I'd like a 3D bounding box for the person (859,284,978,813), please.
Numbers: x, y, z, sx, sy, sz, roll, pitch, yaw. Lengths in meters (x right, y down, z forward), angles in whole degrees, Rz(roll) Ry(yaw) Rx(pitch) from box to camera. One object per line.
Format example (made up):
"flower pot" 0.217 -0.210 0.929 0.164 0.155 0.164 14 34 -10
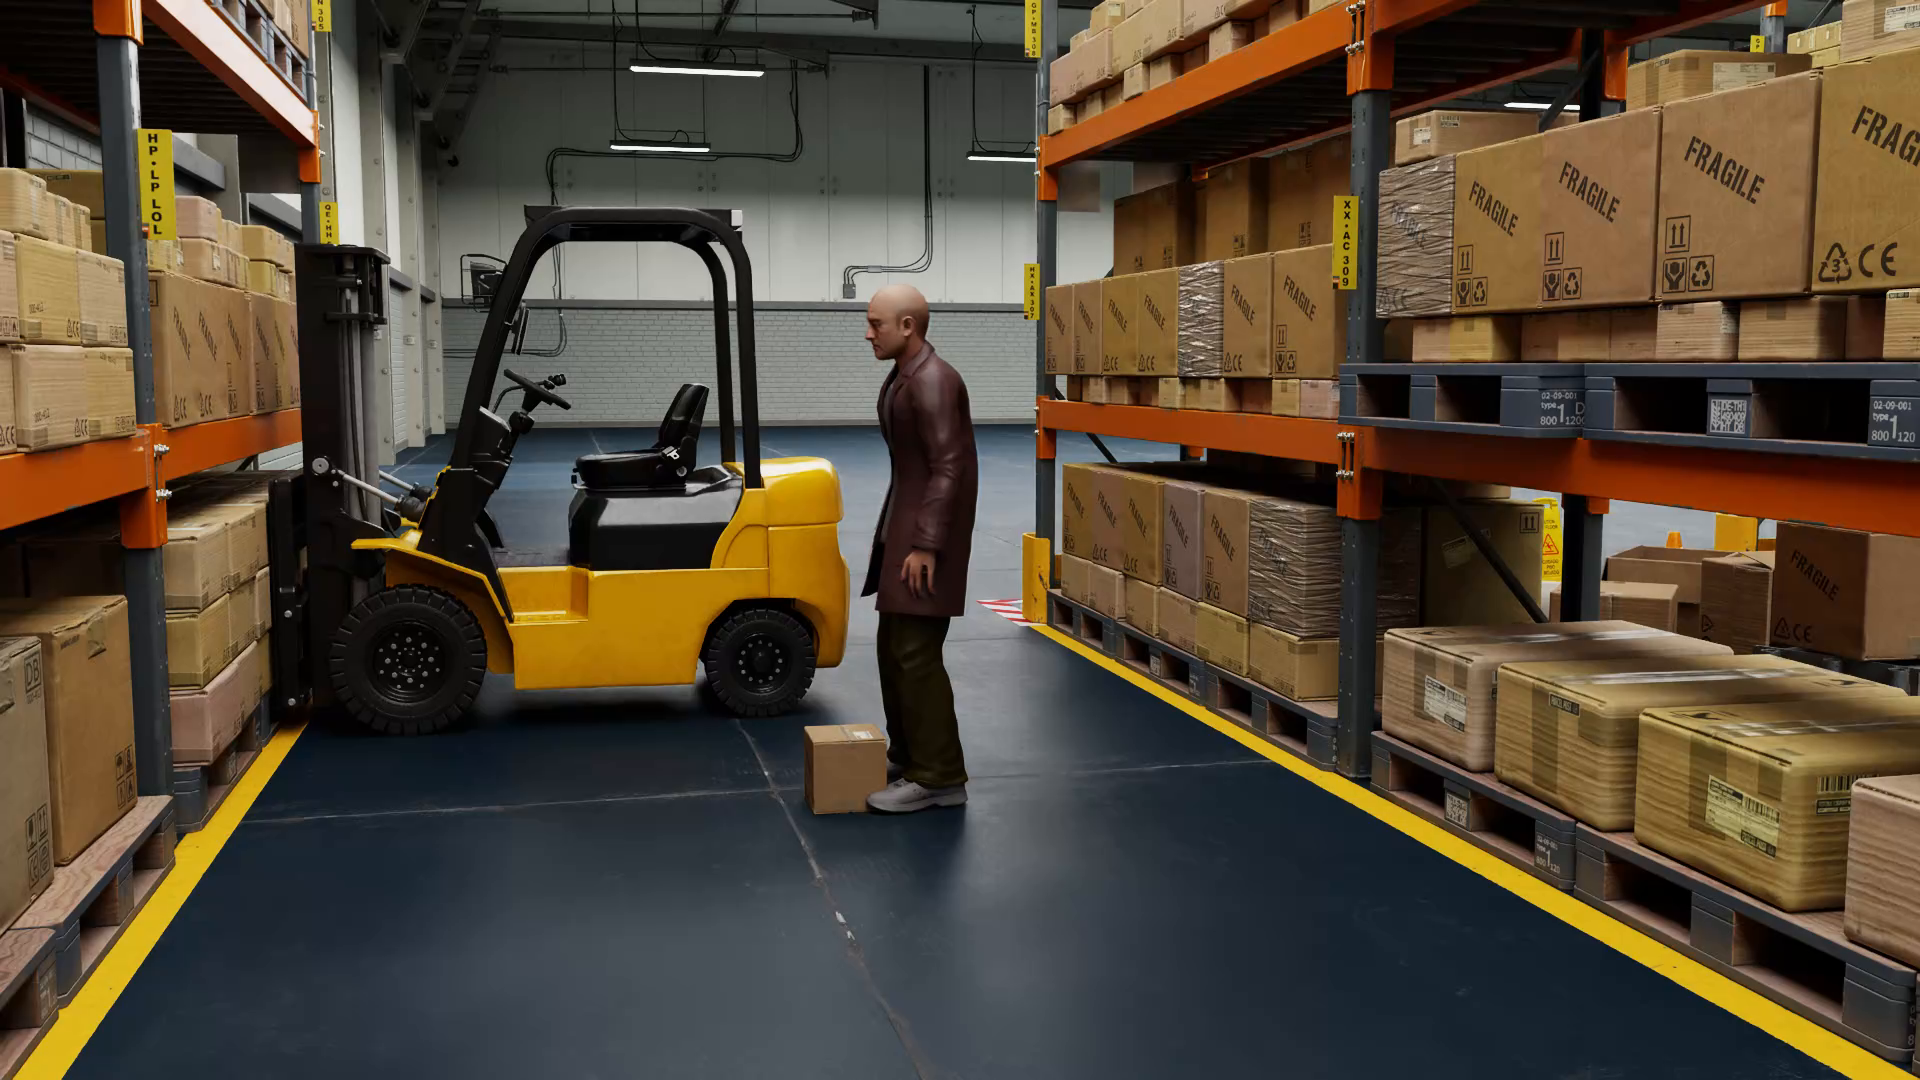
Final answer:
"person" -0.157 0.019 5.701 0.419 1.774 0.646 -2 6 -14
